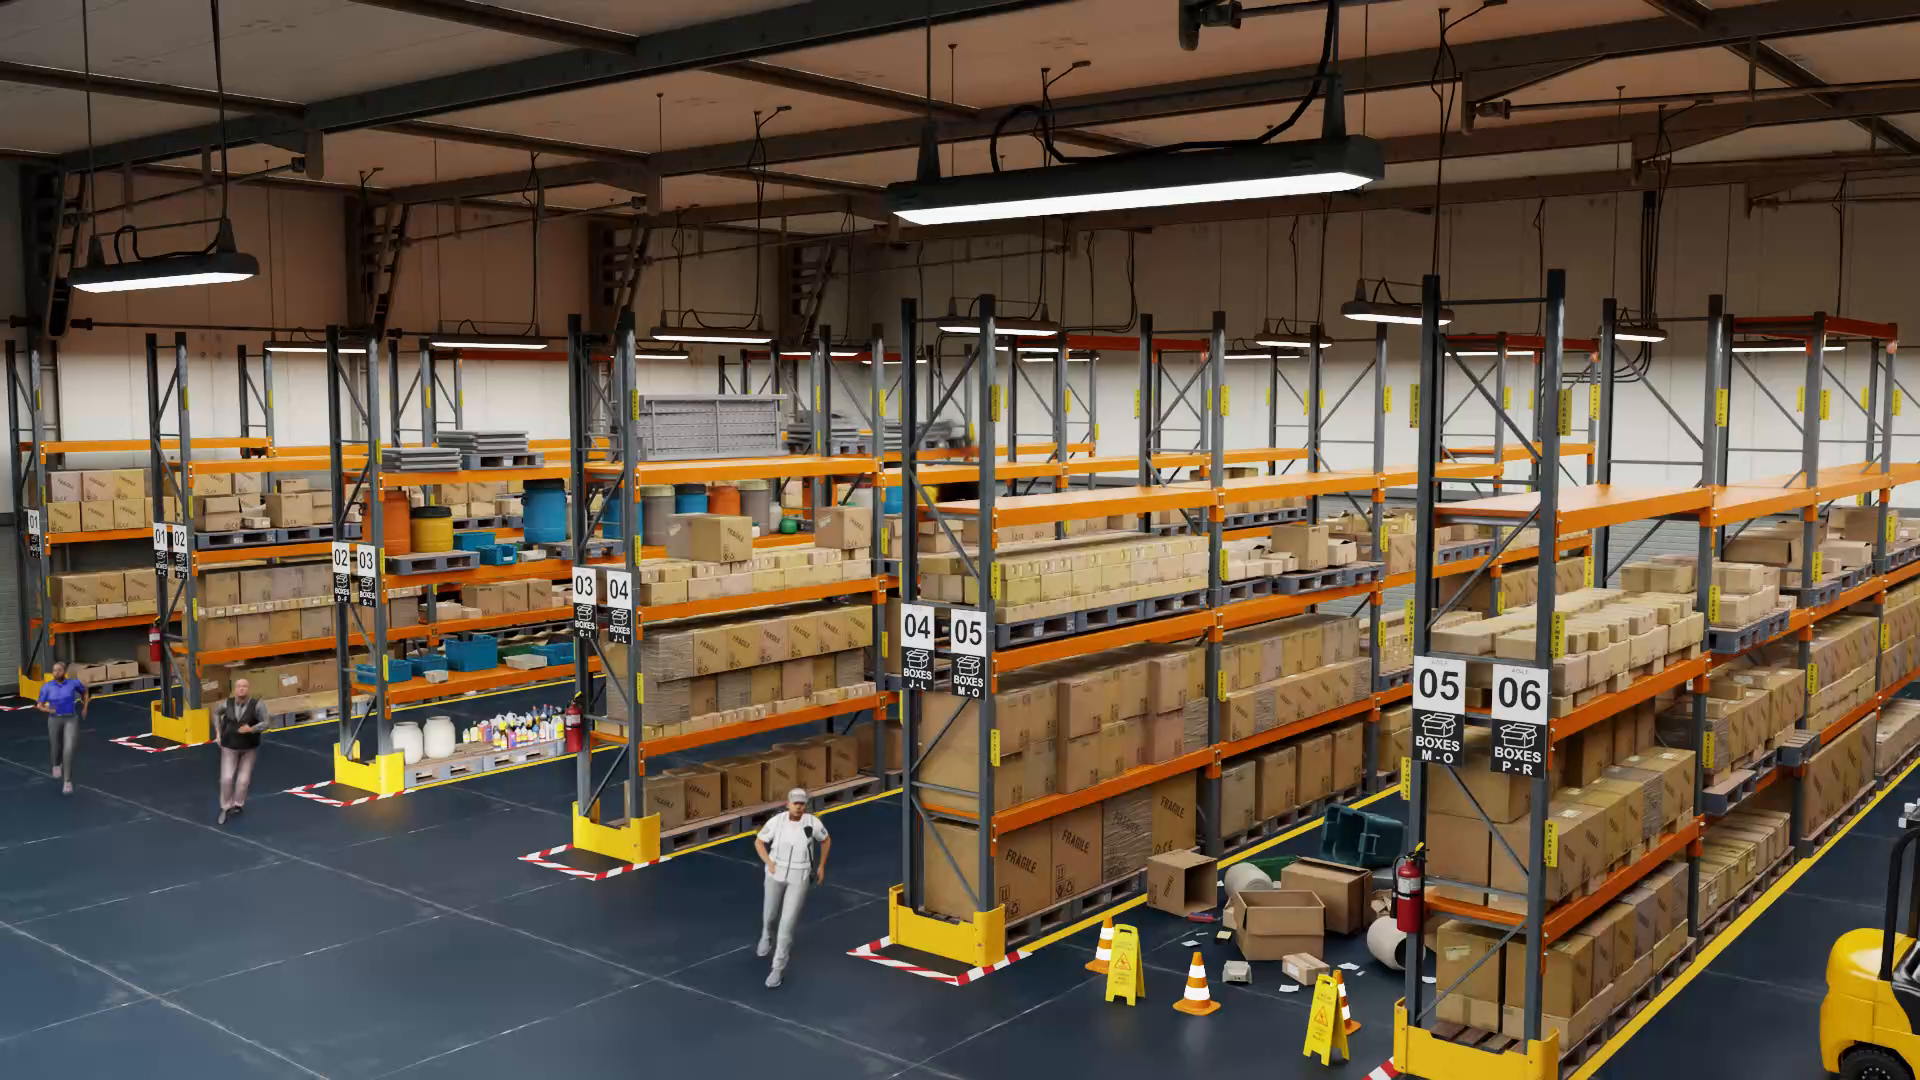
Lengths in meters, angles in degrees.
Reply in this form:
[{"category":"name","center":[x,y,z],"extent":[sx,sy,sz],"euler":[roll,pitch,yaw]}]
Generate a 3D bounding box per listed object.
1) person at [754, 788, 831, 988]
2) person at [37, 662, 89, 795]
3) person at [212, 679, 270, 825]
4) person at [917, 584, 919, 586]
[{"category":"person","center":[-1.512,3.017,14.749],"extent":[0.692,1.649,0.910],"euler":[0,5,2]},{"category":"person","center":[-11.659,2.400,21.643],"extent":[0.588,1.673,0.935],"euler":[-2,6,-23]},{"category":"person","center":[-8.634,2.525,20.008],"extent":[0.645,1.740,0.668],"euler":[-2,6,-22]},{"category":"person","center":[-0.883,1.134,34.867],"extent":[0.644,1.776,0.991],"euler":[2,6,25]}]
